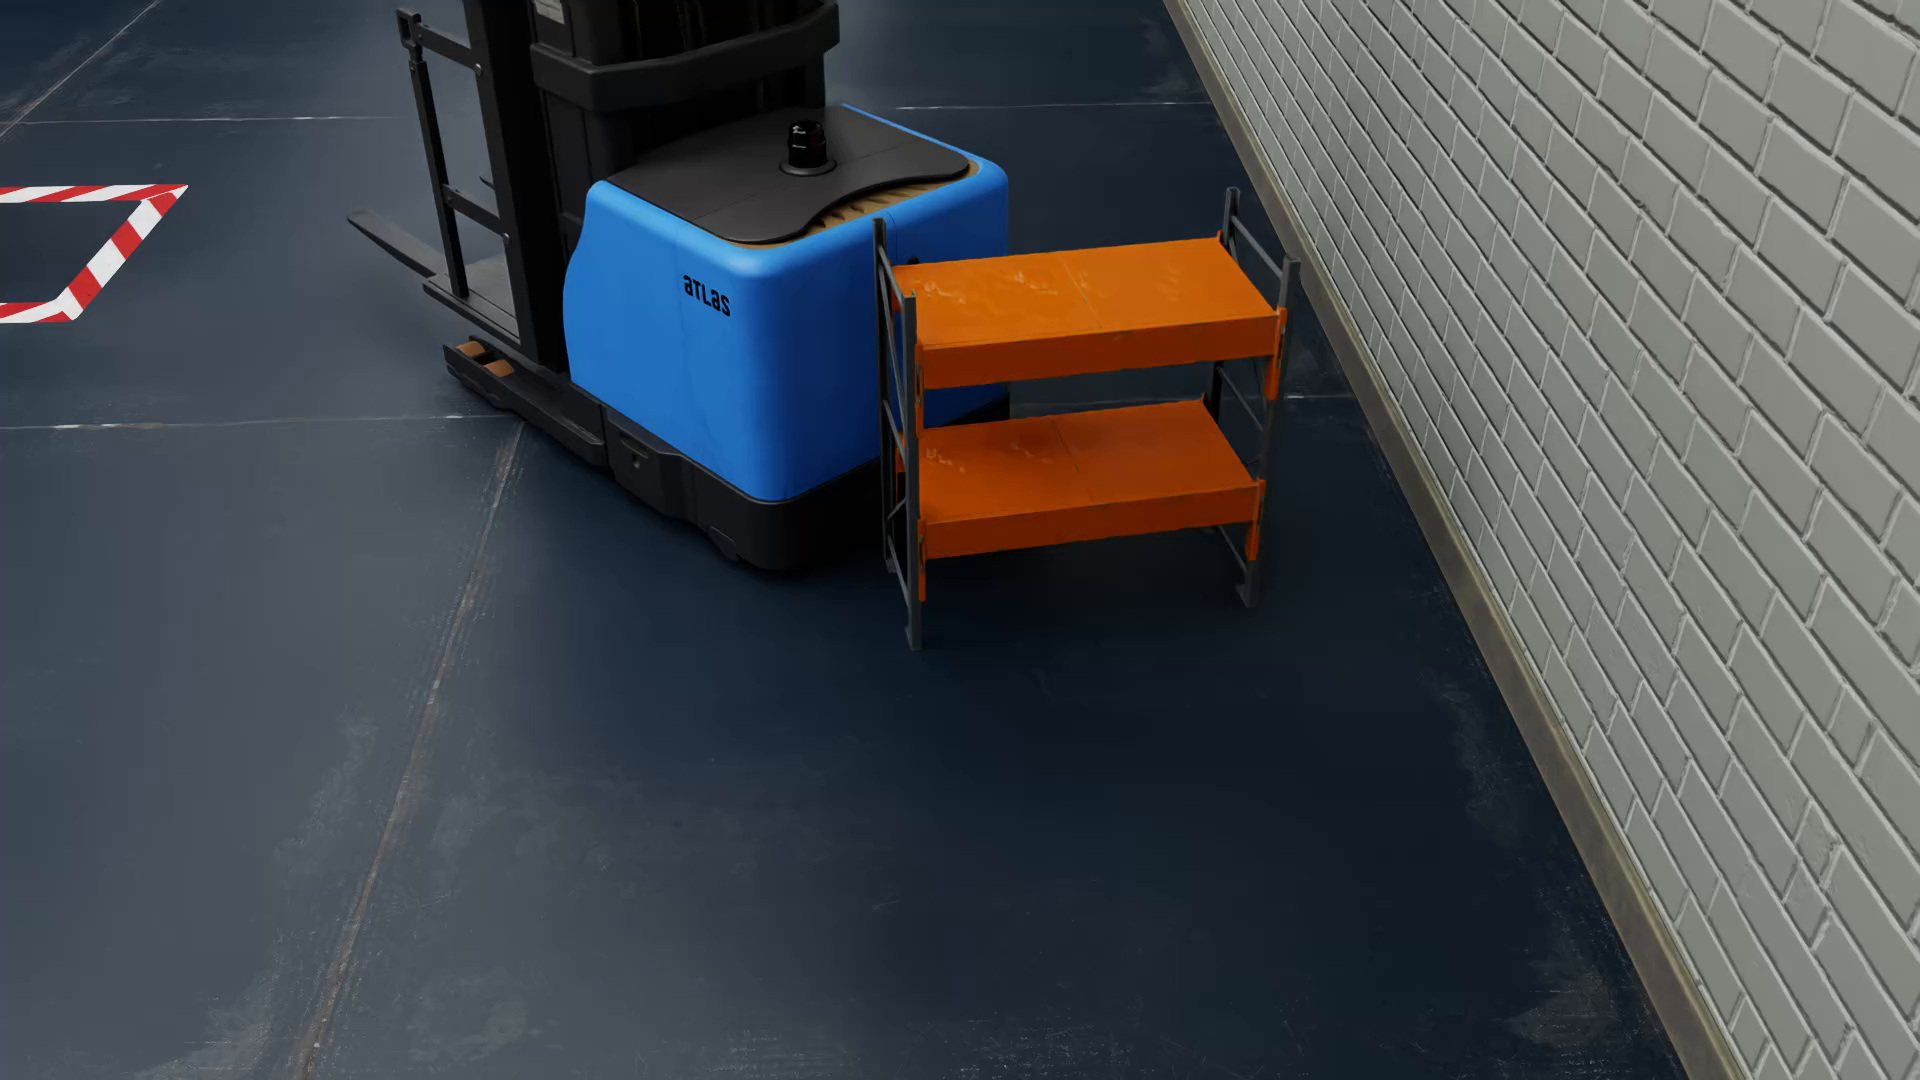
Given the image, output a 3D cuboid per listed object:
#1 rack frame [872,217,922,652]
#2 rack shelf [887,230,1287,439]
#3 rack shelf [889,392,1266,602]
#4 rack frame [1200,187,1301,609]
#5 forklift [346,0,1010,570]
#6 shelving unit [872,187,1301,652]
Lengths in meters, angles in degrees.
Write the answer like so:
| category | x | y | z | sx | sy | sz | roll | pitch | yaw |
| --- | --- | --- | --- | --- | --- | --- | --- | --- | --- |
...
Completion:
| category | x | y | z | sx | sy | sz | roll | pitch | yaw |
| --- | --- | --- | --- | --- | --- | --- | --- | --- | --- |
| rack frame | -0.175 | -0.282 | 4.668 | 0.032 | 1.125 | 0.500 | -7 | 35 | -10 |
| rack shelf | 0.323 | -0.581 | 4.587 | 1.000 | 0.278 | 0.538 | -7 | 35 | -10 |
| rack shelf | 0.323 | -0.139 | 4.892 | 1.000 | 0.278 | 0.538 | -7 | 35 | -10 |
| rack frame | 0.821 | -0.399 | 4.838 | 0.032 | 1.125 | 0.500 | -7 | 35 | -10 |
| forklift | -1.218 | -1.858 | 5.359 | 1.130 | 2.935 | 3.031 | -28 | 44 | -35 |
| shelving unit | 0.323 | -0.340 | 4.753 | 1.048 | 1.125 | 0.538 | -7 | 35 | -10 |
